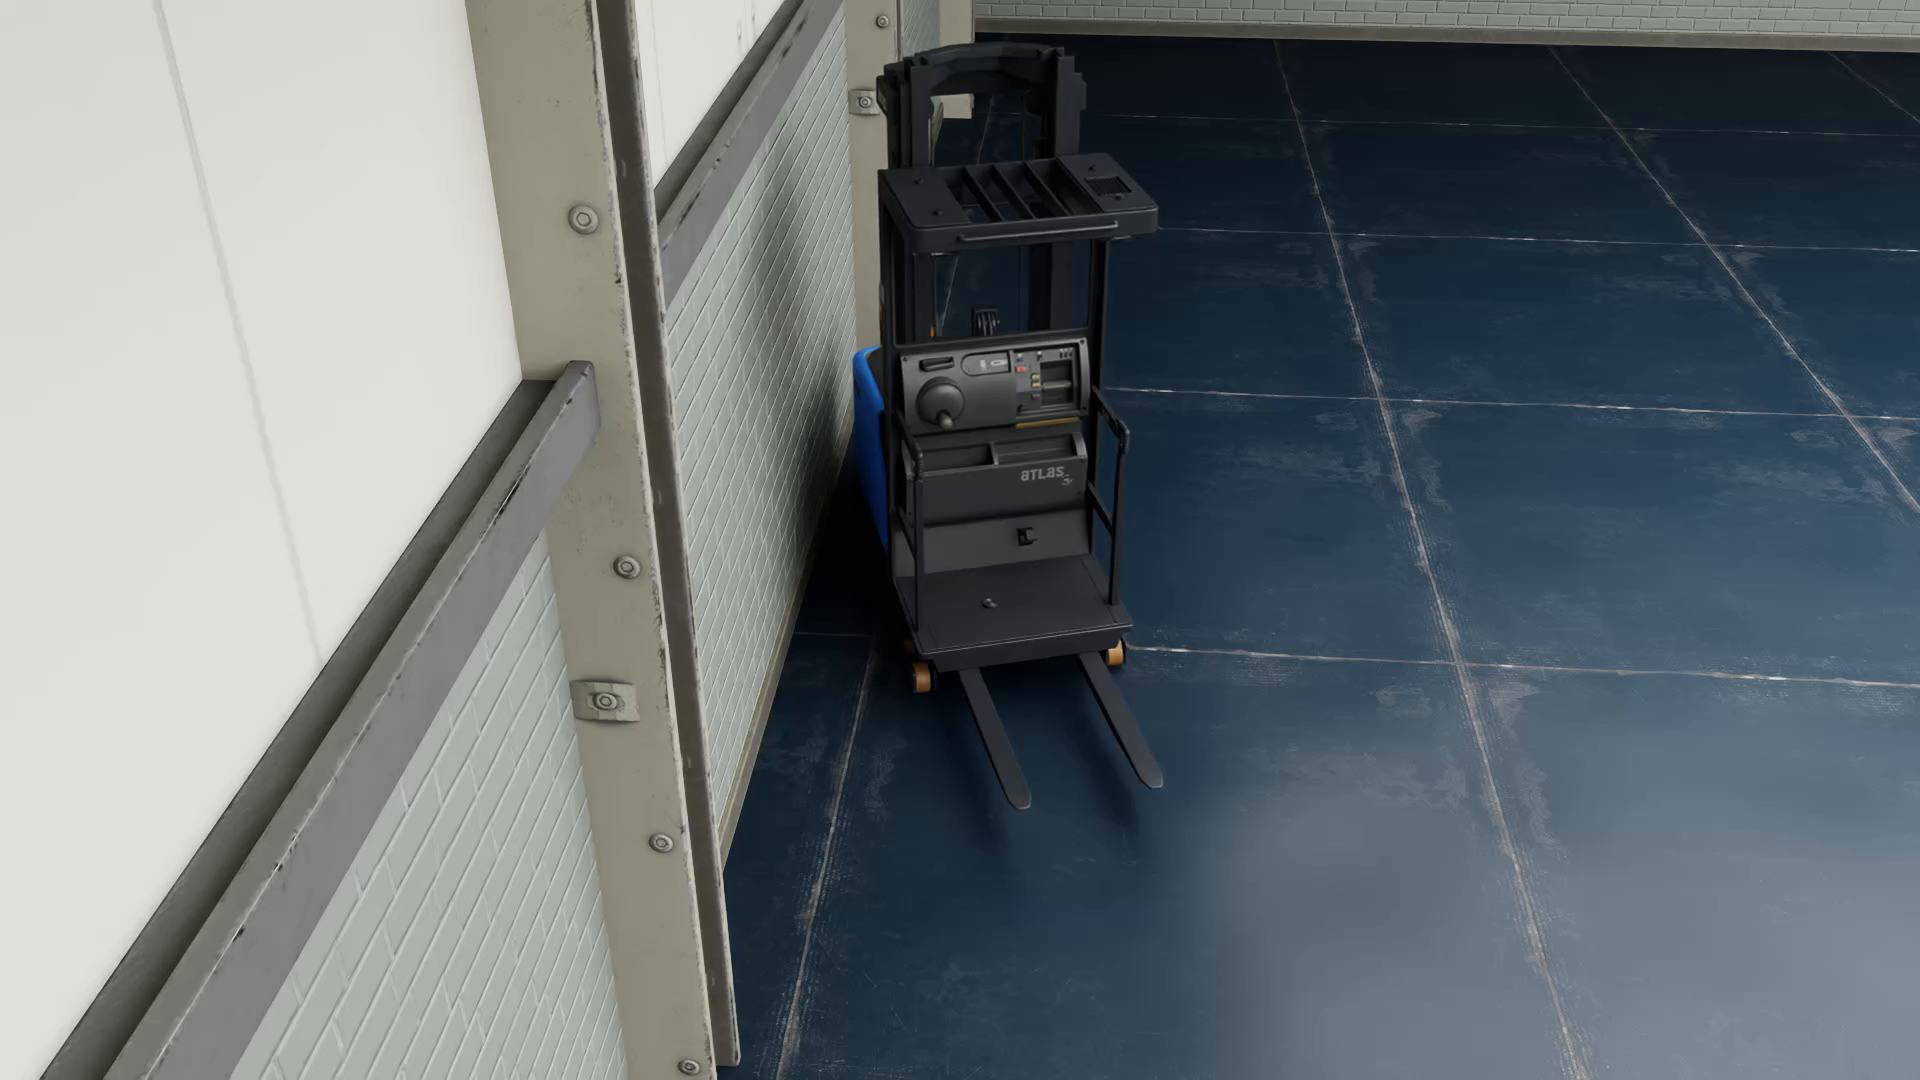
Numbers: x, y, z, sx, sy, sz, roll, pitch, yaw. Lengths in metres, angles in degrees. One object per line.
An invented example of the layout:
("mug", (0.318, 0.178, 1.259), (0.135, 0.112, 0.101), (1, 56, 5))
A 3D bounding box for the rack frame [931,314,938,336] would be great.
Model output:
("rack frame", (-0.242, -0.737, 9.582), (0.240, 1.200, 0.015), (-7, 32, -11))

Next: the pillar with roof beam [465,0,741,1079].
("pillar with roof beam", (3.285, -1.587, 3.529), (9.100, 9.000, 0.400), (2, 32, 4))

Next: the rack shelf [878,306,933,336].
("rack shelf", (-0.298, -1.196, 9.578), (0.258, 0.148, 0.480), (-7, 32, -11))

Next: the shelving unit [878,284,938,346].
("shelving unit", (-0.298, -0.861, 9.784), (0.258, 1.200, 0.503), (-7, 32, -11))

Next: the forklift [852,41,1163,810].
("forklift", (0.225, -0.703, 7.878), (1.130, 2.935, 3.031), (-7, 32, -11))

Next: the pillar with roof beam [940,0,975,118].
("pillar with roof beam", (4.262, -7.862, 13.711), (9.100, 9.000, 0.400), (2, 32, 4))

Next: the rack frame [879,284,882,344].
("rack frame", (-0.354, -0.986, 9.986), (0.240, 1.200, 0.015), (-7, 32, -11))

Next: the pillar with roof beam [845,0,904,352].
("pillar with roof beam", (3.773, -4.725, 8.620), (9.100, 9.000, 0.400), (2, 32, 4))

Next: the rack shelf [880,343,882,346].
("rack shelf", (-0.298, -0.994, 9.702), (0.258, 0.148, 0.480), (-7, 32, -11))
